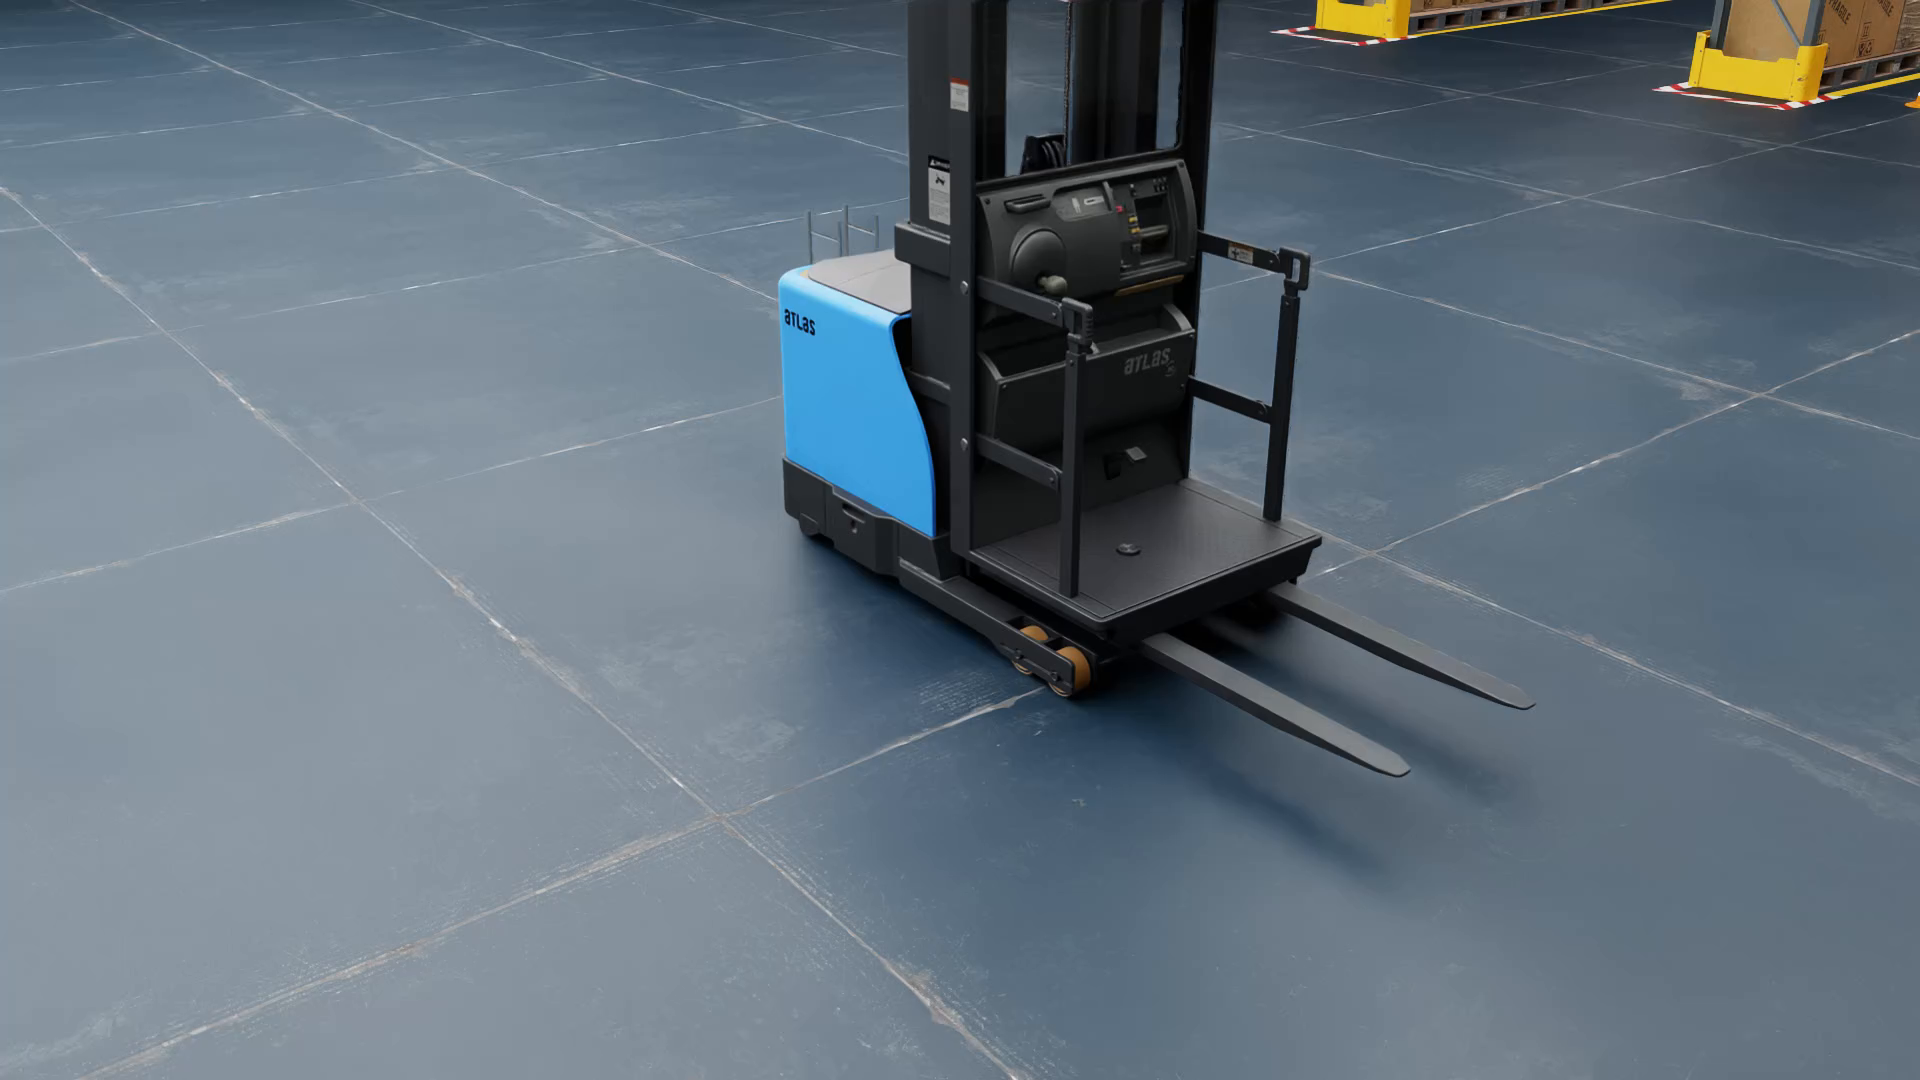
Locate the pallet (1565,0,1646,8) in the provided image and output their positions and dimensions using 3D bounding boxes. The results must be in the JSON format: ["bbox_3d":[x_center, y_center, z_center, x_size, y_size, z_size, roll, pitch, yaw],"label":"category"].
[{"bbox_3d":[8.459,-7.355,22.348,1.213,0.211,1.003,-18,31,-34],"label":"pallet"}]

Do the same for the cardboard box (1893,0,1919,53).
[{"bbox_3d":[9.583,-5.599,17.277,0.875,0.875,0.875,-18,30,-34],"label":"cardboard box"}]

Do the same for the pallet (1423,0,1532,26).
[{"bbox_3d":[6.380,-6.648,20.823,1.213,0.211,1.003,-18,31,-34],"label":"pallet"}]

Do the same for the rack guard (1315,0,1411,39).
[{"bbox_3d":[4.759,-6.264,19.654,0.348,0.500,1.175,-18,31,-34],"label":"rack guard"}]

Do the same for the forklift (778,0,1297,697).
[{"bbox_3d":[0.583,-1.038,5.504,1.130,2.935,3.031,-18,31,-34],"label":"forklift"}]

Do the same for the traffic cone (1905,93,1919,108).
[{"bbox_3d":[8.975,-4.226,15.306,0.334,0.463,0.336,-18,31,-34],"label":"traffic cone"}]

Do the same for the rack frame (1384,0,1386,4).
[{"bbox_3d":[4.700,-7.378,19.085,0.127,3.000,1.000,-18,31,-34],"label":"rack frame"}]

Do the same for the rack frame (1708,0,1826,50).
[{"bbox_3d":[7.681,-5.709,15.488,0.127,3.000,1.000,-18,31,-34],"label":"rack frame"}]

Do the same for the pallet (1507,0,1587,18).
[{"bbox_3d":[7.341,-6.966,21.510,1.213,0.211,1.003,-18,31,-34],"label":"pallet"}]

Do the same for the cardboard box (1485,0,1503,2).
[{"bbox_3d":[6.622,-7.045,20.837,0.500,0.500,0.500,-22,33,-38],"label":"cardboard box"}]

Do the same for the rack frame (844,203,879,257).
[{"bbox_3d":[-0.407,-0.815,7.081,0.006,1.200,0.240,-18,30,-34],"label":"rack frame"}]

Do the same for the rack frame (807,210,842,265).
[{"bbox_3d":[-0.551,-0.768,6.979,0.006,1.200,0.240,-18,30,-34],"label":"rack frame"}]

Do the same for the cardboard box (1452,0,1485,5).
[{"bbox_3d":[6.155,-6.915,20.556,0.500,0.500,0.500,-15,29,-29],"label":"cardboard box"}]

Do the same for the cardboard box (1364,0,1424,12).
[{"bbox_3d":[5.201,-6.592,19.861,0.500,0.500,0.500,-12,28,-25],"label":"cardboard box"}]

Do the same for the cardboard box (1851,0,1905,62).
[{"bbox_3d":[8.865,-5.363,16.768,0.875,0.875,0.875,-19,31,-35],"label":"cardboard box"}]

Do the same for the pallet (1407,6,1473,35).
[{"bbox_3d":[5.421,-6.333,20.144,1.213,0.211,1.003,-18,31,-34],"label":"pallet"}]

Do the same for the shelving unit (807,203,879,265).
[{"bbox_3d":[-0.479,-0.792,7.030,0.189,1.200,0.258,-18,30,-34],"label":"shelving unit"}]

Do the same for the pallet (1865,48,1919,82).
[{"bbox_3d":[9.221,-4.993,17.258,1.213,0.211,1.003,-18,31,-34],"label":"pallet"}]

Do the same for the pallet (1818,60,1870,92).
[{"bbox_3d":[8.262,-4.678,16.579,1.213,0.211,1.003,-18,31,-34],"label":"pallet"}]

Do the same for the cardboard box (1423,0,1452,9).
[{"bbox_3d":[5.651,-6.758,20.220,0.500,0.500,0.500,-10,27,-21],"label":"cardboard box"}]

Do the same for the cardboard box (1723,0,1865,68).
[{"bbox_3d":[8.174,-5.134,16.274,0.875,0.875,0.875,-18,30,-34],"label":"cardboard box"}]
